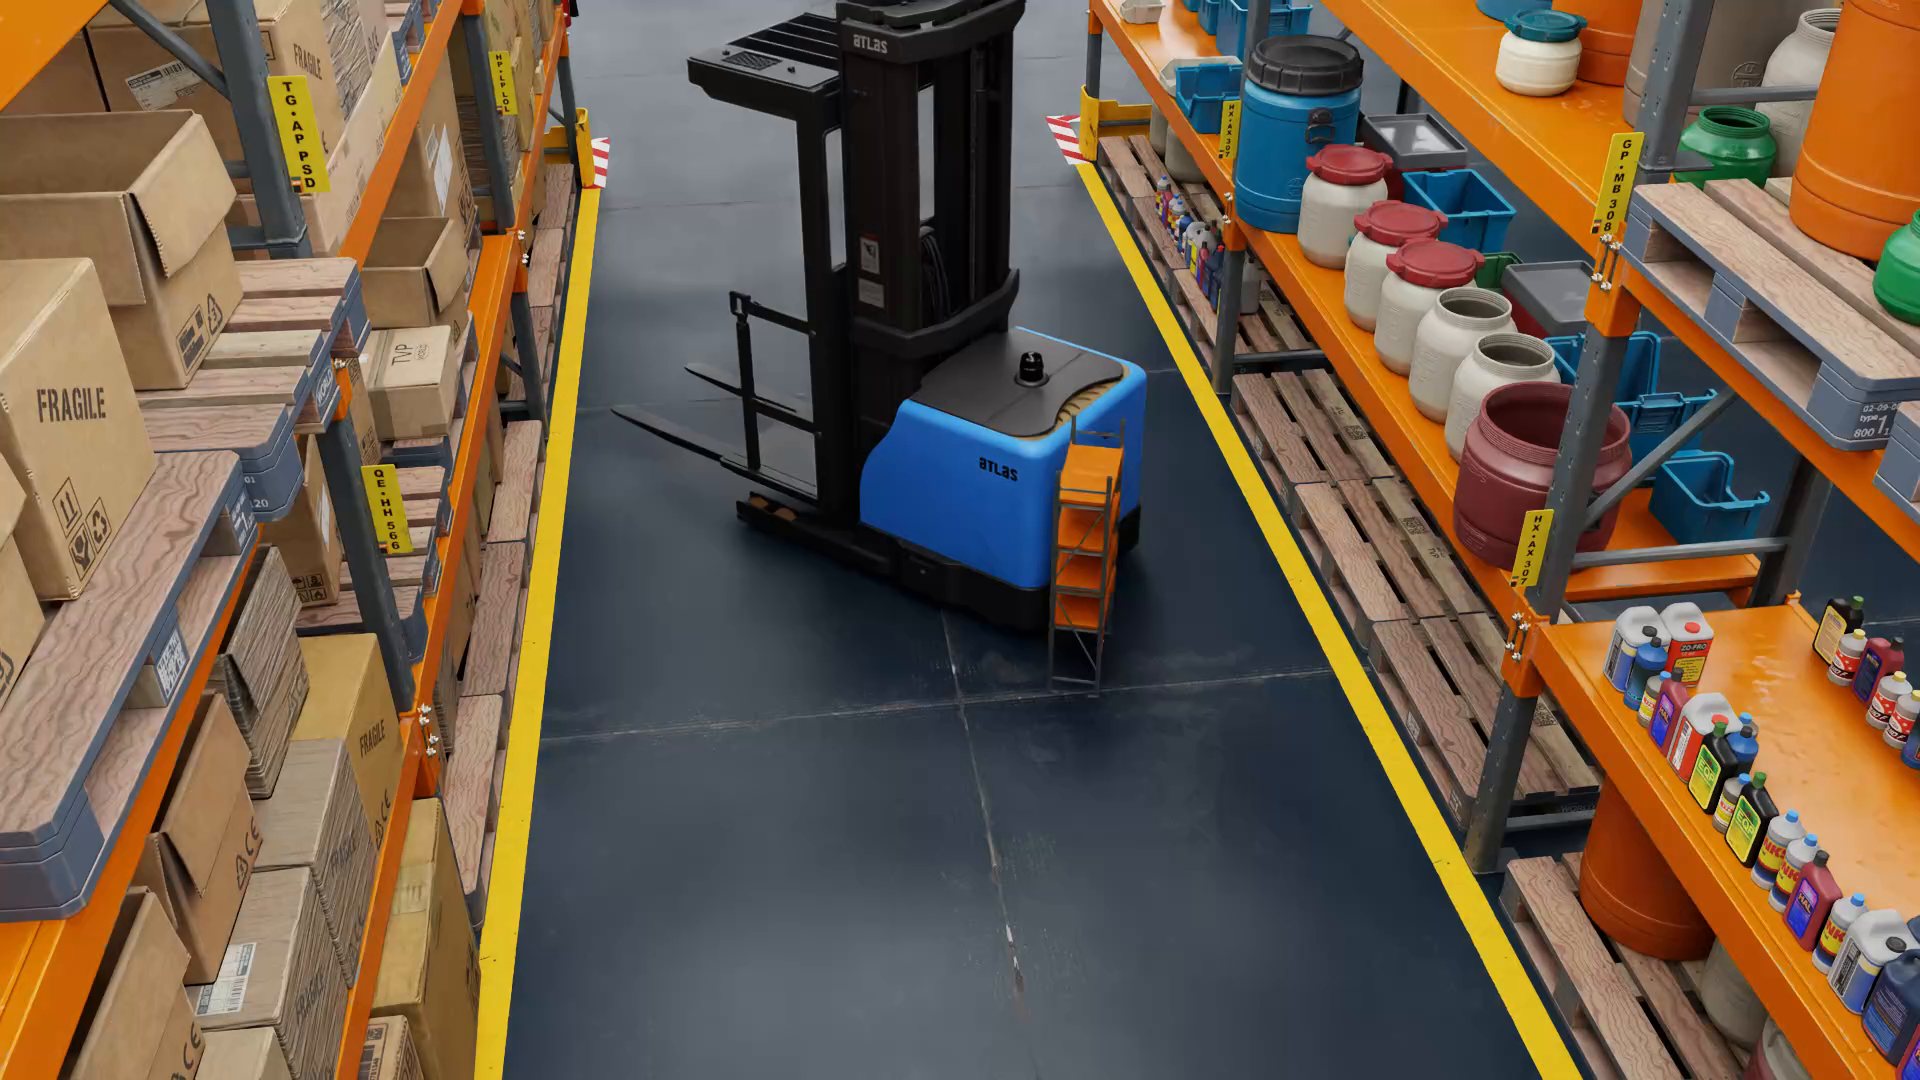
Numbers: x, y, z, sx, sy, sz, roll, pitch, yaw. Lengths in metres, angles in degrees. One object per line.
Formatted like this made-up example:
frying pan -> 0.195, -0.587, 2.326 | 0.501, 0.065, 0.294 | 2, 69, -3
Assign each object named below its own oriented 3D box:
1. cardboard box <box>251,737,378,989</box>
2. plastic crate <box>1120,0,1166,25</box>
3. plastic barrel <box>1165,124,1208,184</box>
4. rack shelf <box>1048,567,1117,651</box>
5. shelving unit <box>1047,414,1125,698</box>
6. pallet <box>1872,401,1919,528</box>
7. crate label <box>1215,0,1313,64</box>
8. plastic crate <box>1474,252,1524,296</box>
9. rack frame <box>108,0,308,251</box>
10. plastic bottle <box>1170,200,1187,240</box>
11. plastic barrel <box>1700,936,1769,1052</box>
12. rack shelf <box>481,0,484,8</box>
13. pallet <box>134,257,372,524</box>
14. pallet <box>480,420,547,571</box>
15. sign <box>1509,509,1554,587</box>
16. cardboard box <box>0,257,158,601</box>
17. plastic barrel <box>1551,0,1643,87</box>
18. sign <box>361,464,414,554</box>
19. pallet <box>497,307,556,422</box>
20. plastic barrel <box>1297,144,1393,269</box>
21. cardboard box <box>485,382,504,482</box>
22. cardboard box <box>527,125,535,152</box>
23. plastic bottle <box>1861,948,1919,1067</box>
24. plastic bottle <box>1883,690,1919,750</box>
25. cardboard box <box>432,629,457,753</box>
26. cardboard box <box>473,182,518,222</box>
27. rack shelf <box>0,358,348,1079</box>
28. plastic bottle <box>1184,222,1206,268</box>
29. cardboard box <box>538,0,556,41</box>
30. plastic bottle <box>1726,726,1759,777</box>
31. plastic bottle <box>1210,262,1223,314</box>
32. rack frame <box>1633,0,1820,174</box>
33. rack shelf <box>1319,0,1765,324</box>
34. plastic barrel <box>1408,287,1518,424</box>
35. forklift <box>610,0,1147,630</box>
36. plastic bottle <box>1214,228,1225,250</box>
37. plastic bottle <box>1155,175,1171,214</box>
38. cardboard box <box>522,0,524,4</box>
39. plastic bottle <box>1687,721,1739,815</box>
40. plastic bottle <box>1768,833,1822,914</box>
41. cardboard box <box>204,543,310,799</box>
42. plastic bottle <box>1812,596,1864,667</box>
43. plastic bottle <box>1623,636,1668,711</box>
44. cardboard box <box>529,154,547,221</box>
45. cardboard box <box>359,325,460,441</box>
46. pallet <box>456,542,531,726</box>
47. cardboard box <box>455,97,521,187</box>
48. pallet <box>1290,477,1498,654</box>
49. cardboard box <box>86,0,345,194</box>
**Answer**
cardboard box -> -1.965, 0.923, 4.644 | 0.500, 0.500, 0.500 | -5, 35, -7
plastic crate -> 1.296, -3.778, 11.864 | 0.298, 0.136, 0.250 | -4, 35, -6
plastic barrel -> 1.726, -2.915, 12.200 | 0.421, 0.512, 0.421 | 0, 34, 0
rack shelf -> 0.571, 0.303, 7.712 | 0.258, 0.148, 0.480 | 6, 35, 9
shelving unit -> 0.571, 0.083, 7.562 | 0.258, 1.200, 0.503 | 6, 35, 9
pallet -> 2.750, 0.061, 3.500 | 1.003, 0.211, 1.213 | -4, 35, -6
crate label -> 2.010, -3.419, 11.072 | 0.502, 0.435, 0.616 | -4, 35, -6
plastic crate -> 2.546, -1.141, 7.948 | 0.450, 0.188, 0.662 | -4, 35, -6
rack frame -> -2.338, -2.050, 3.768 | 1.000, 3.000, 0.127 | -4, 35, -6
plastic bottle -> 1.489, -2.183, 11.321 | 0.097, 0.271, 0.097 | 0, 34, 0
plastic barrel -> 2.817, 1.488, 5.739 | 0.421, 0.512, 0.421 | 0, 34, 0
rack shelf -> -3.145, -3.862, 9.728 | 1.077, 0.370, 4.000 | -4, 35, -6
pallet -> -2.199, -0.378, 4.145 | 1.213, 0.211, 1.003 | -3, 34, -4
pallet -> -2.770, -0.217, 8.881 | 1.003, 0.211, 1.213 | -4, 35, -6
sign -> 2.026, 0.032, 5.895 | 0.100, 0.325, 0.005 | -4, 35, -6
cardboard box -> -1.981, -0.216, 3.278 | 0.500, 0.500, 0.500 | -3, 34, -4
plastic barrel -> 2.587, -2.203, 6.274 | 0.600, 0.830, 0.708 | -4, 35, -6
sign -> -1.788, -0.094, 5.196 | 0.100, 0.325, 0.005 | -4, 35, -6
pallet -> -3.001, -1.023, 10.064 | 1.003, 0.211, 1.213 | -4, 35, -6
plastic barrel -> 1.943, -1.684, 8.437 | 0.433, 0.535, 0.433 | 0, 34, 0
cardboard box -> -2.815, -0.608, 8.808 | 0.700, 0.500, 0.500 | -7, 35, -10
cardboard box -> -2.724, -2.402, 9.834 | 0.380, 0.149, 0.250 | -4, 35, -6
plastic bottle -> 2.512, 1.203, 4.365 | 0.144, 0.351, 0.185 | -4, 35, -6
plastic bottle -> 3.089, 0.578, 5.415 | 0.097, 0.201, 0.097 | 0, 34, 0
cardboard box -> -2.535, 0.599, 7.037 | 0.700, 0.500, 0.500 | -7, 35, -10
cardboard box -> -2.607, -1.842, 9.013 | 0.380, 0.149, 0.250 | -4, 35, -6
rack shelf -> -2.069, 0.602, 3.178 | 1.077, 0.370, 4.000 | -4, 35, -6
plastic bottle -> 1.573, -1.951, 10.977 | 0.152, 0.276, 0.135 | -4, 34, -6
cardboard box -> -3.181, -3.621, 11.047 | 0.875, 0.500, 0.500 | -4, 35, -6
plastic bottle -> 2.419, 0.693, 5.184 | 0.097, 0.271, 0.097 | 0, 34, 0
plastic bottle -> 1.660, -1.603, 10.401 | 0.144, 0.351, 0.185 | -5, 35, -8
rack frame -> 2.570, -2.426, 4.319 | 1.000, 3.000, 0.127 | -4, 35, -6
rack shelf -> 2.301, -2.005, 7.004 | 1.077, 0.370, 4.000 | -4, 35, -6
plastic barrel -> 2.163, -0.786, 7.140 | 0.421, 0.512, 0.421 | 0, 34, 0
forklift -> -0.568, -1.431, 8.247 | 3.031, 2.935, 1.130 | 22, 40, 29
plastic bottle -> 1.689, -1.885, 10.874 | 0.061, 0.283, 0.133 | -4, 35, -6
plastic bottle -> 1.429, -2.430, 11.684 | 0.097, 0.271, 0.097 | 0, 34, 0
cardboard box -> -2.898, -3.487, 9.963 | 0.500, 0.500, 0.500 | -4, 35, -6
plastic bottle -> 2.343, 0.704, 5.157 | 0.061, 0.283, 0.133 | -4, 35, -6
plastic bottle -> 2.421, 0.955, 4.799 | 0.097, 0.271, 0.097 | 0, 34, 0
cardboard box -> -2.256, 0.382, 4.546 | 0.797, 0.503, 0.637 | -3, 34, -5
plastic bottle -> 3.047, 0.295, 5.757 | 0.061, 0.283, 0.133 | -4, 35, -6
plastic bottle -> 2.296, 0.439, 5.556 | 0.097, 0.271, 0.097 | 0, 34, 0
cardboard box -> -3.232, -2.496, 11.595 | 0.500, 0.500, 0.500 | 4, 35, 6
cardboard box -> -2.335, -0.636, 6.779 | 0.500, 0.250, 0.500 | -5, 35, -8
pallet -> -2.602, 0.465, 7.880 | 1.003, 0.211, 1.213 | -4, 35, -6
cardboard box -> -2.875, -2.224, 8.996 | 0.875, 0.500, 0.500 | -4, 35, -6
pallet -> 2.343, 0.091, 8.429 | 1.003, 0.211, 1.213 | -4, 35, -6
cardboard box -> -2.146, -1.341, 4.857 | 0.500, 0.500, 0.500 | -4, 34, -6
